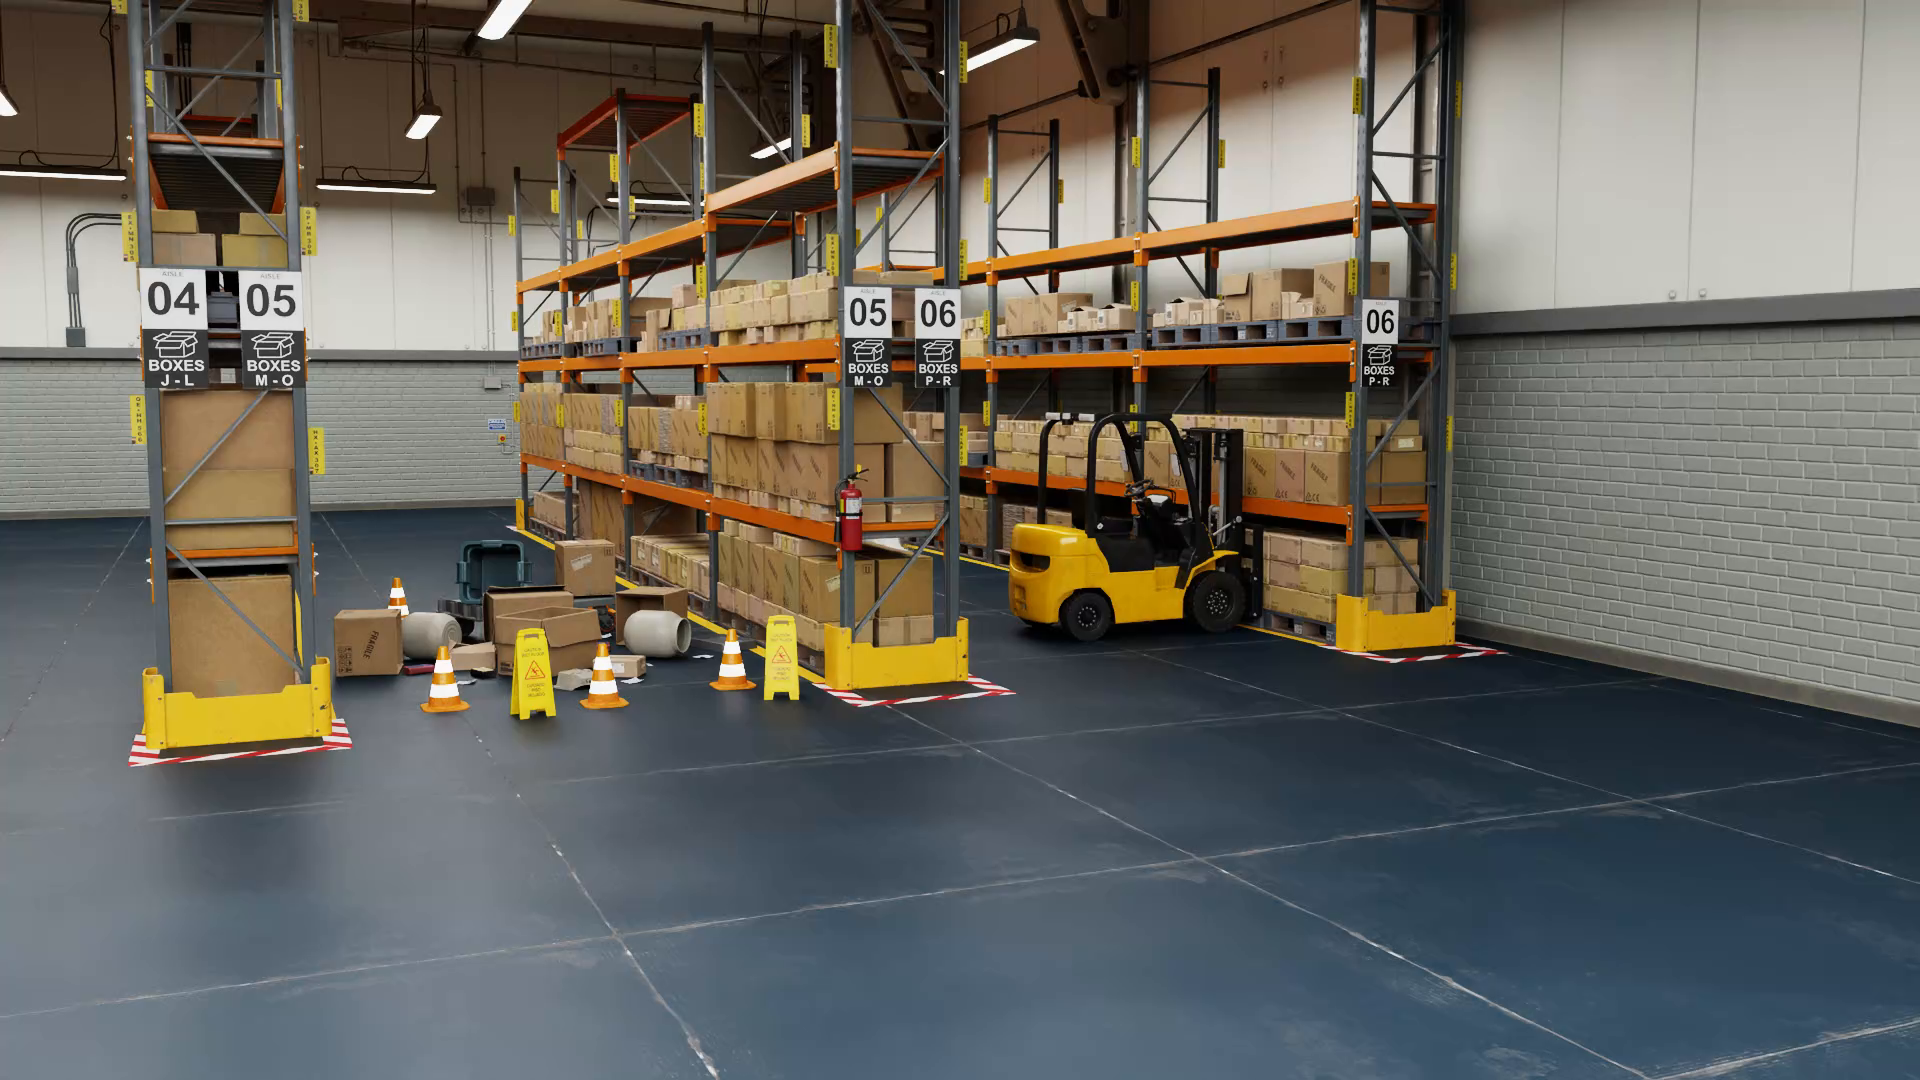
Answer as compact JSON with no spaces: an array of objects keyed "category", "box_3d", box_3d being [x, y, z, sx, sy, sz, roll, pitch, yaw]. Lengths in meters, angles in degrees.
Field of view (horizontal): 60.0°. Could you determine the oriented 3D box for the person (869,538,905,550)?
[{"category":"person","box_3d":[-0.826,-0.121,17.959,0.503,1.760,0.587,-3,6,-25]}]
